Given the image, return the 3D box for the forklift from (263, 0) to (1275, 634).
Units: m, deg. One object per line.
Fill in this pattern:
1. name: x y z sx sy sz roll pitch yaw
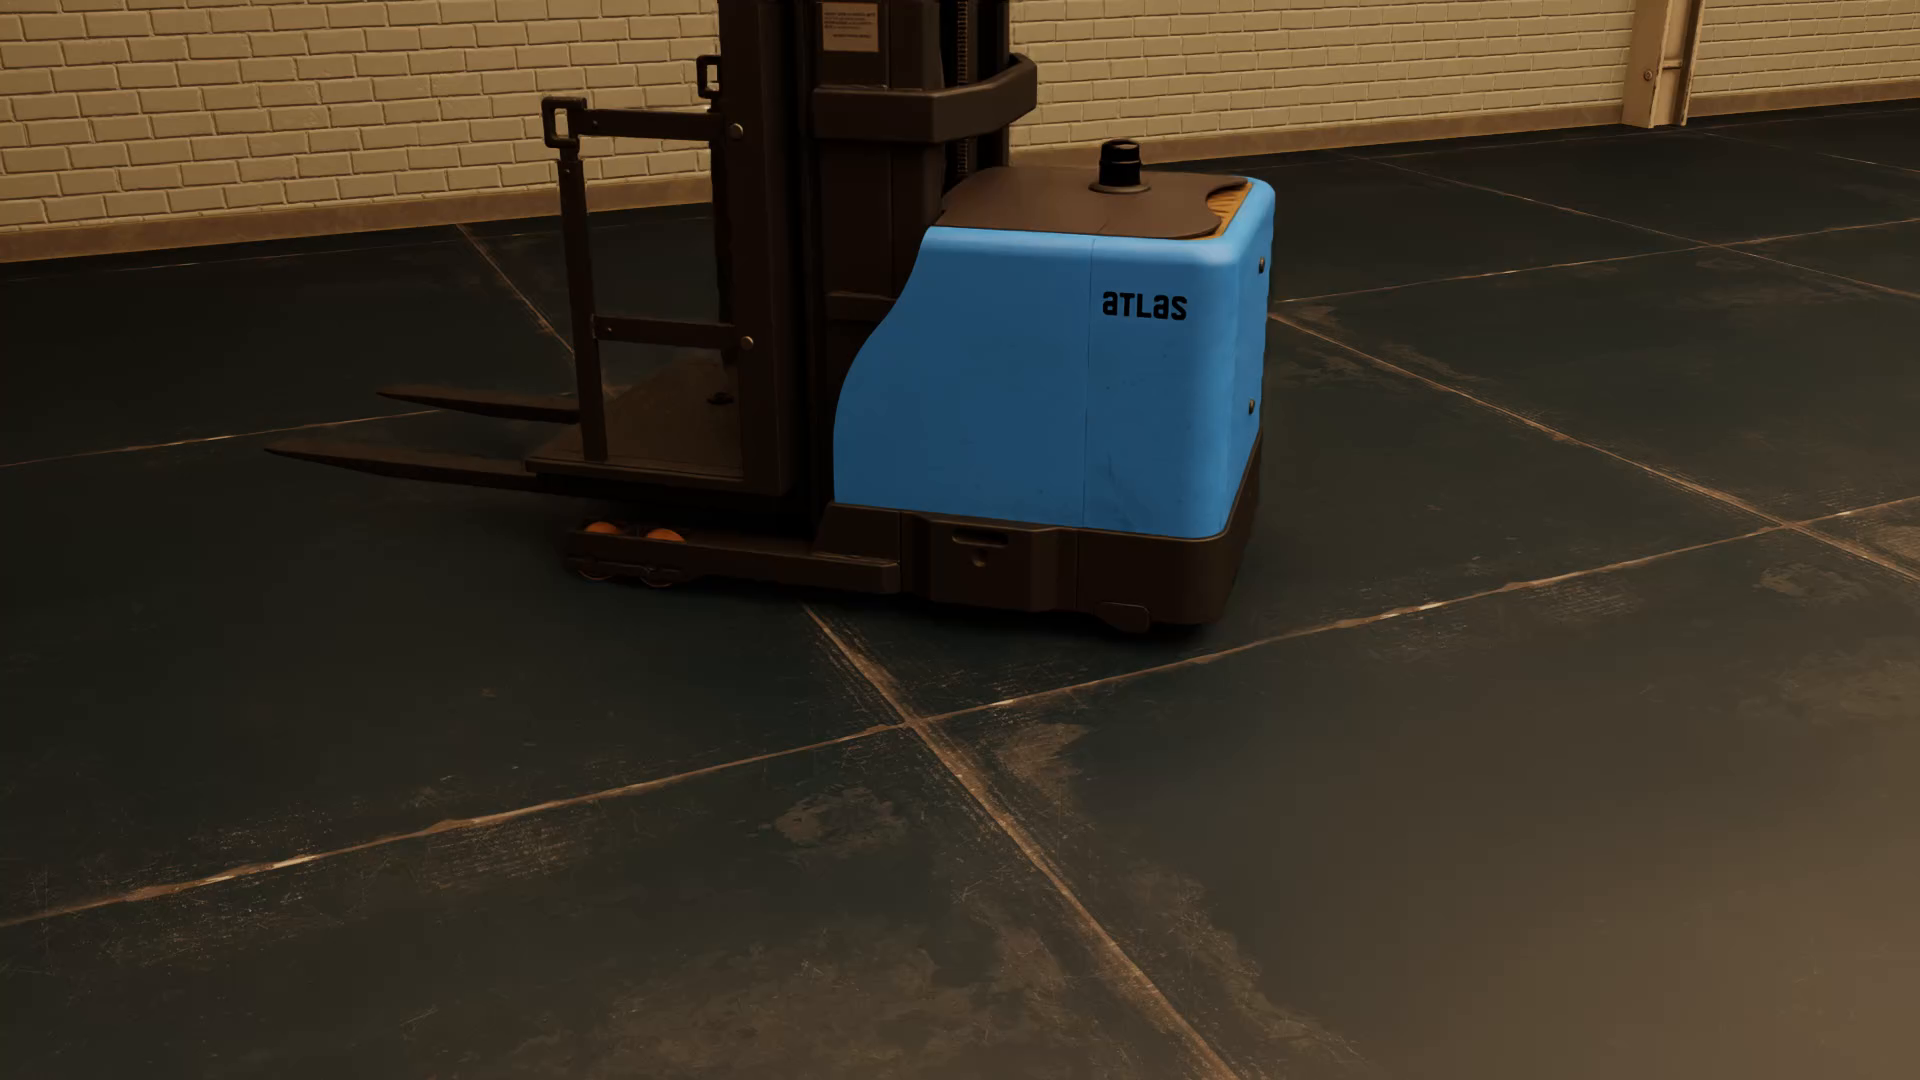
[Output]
1. forklift: -0.643 -1.403 4.665 3.031 2.935 1.130 6 23 14
